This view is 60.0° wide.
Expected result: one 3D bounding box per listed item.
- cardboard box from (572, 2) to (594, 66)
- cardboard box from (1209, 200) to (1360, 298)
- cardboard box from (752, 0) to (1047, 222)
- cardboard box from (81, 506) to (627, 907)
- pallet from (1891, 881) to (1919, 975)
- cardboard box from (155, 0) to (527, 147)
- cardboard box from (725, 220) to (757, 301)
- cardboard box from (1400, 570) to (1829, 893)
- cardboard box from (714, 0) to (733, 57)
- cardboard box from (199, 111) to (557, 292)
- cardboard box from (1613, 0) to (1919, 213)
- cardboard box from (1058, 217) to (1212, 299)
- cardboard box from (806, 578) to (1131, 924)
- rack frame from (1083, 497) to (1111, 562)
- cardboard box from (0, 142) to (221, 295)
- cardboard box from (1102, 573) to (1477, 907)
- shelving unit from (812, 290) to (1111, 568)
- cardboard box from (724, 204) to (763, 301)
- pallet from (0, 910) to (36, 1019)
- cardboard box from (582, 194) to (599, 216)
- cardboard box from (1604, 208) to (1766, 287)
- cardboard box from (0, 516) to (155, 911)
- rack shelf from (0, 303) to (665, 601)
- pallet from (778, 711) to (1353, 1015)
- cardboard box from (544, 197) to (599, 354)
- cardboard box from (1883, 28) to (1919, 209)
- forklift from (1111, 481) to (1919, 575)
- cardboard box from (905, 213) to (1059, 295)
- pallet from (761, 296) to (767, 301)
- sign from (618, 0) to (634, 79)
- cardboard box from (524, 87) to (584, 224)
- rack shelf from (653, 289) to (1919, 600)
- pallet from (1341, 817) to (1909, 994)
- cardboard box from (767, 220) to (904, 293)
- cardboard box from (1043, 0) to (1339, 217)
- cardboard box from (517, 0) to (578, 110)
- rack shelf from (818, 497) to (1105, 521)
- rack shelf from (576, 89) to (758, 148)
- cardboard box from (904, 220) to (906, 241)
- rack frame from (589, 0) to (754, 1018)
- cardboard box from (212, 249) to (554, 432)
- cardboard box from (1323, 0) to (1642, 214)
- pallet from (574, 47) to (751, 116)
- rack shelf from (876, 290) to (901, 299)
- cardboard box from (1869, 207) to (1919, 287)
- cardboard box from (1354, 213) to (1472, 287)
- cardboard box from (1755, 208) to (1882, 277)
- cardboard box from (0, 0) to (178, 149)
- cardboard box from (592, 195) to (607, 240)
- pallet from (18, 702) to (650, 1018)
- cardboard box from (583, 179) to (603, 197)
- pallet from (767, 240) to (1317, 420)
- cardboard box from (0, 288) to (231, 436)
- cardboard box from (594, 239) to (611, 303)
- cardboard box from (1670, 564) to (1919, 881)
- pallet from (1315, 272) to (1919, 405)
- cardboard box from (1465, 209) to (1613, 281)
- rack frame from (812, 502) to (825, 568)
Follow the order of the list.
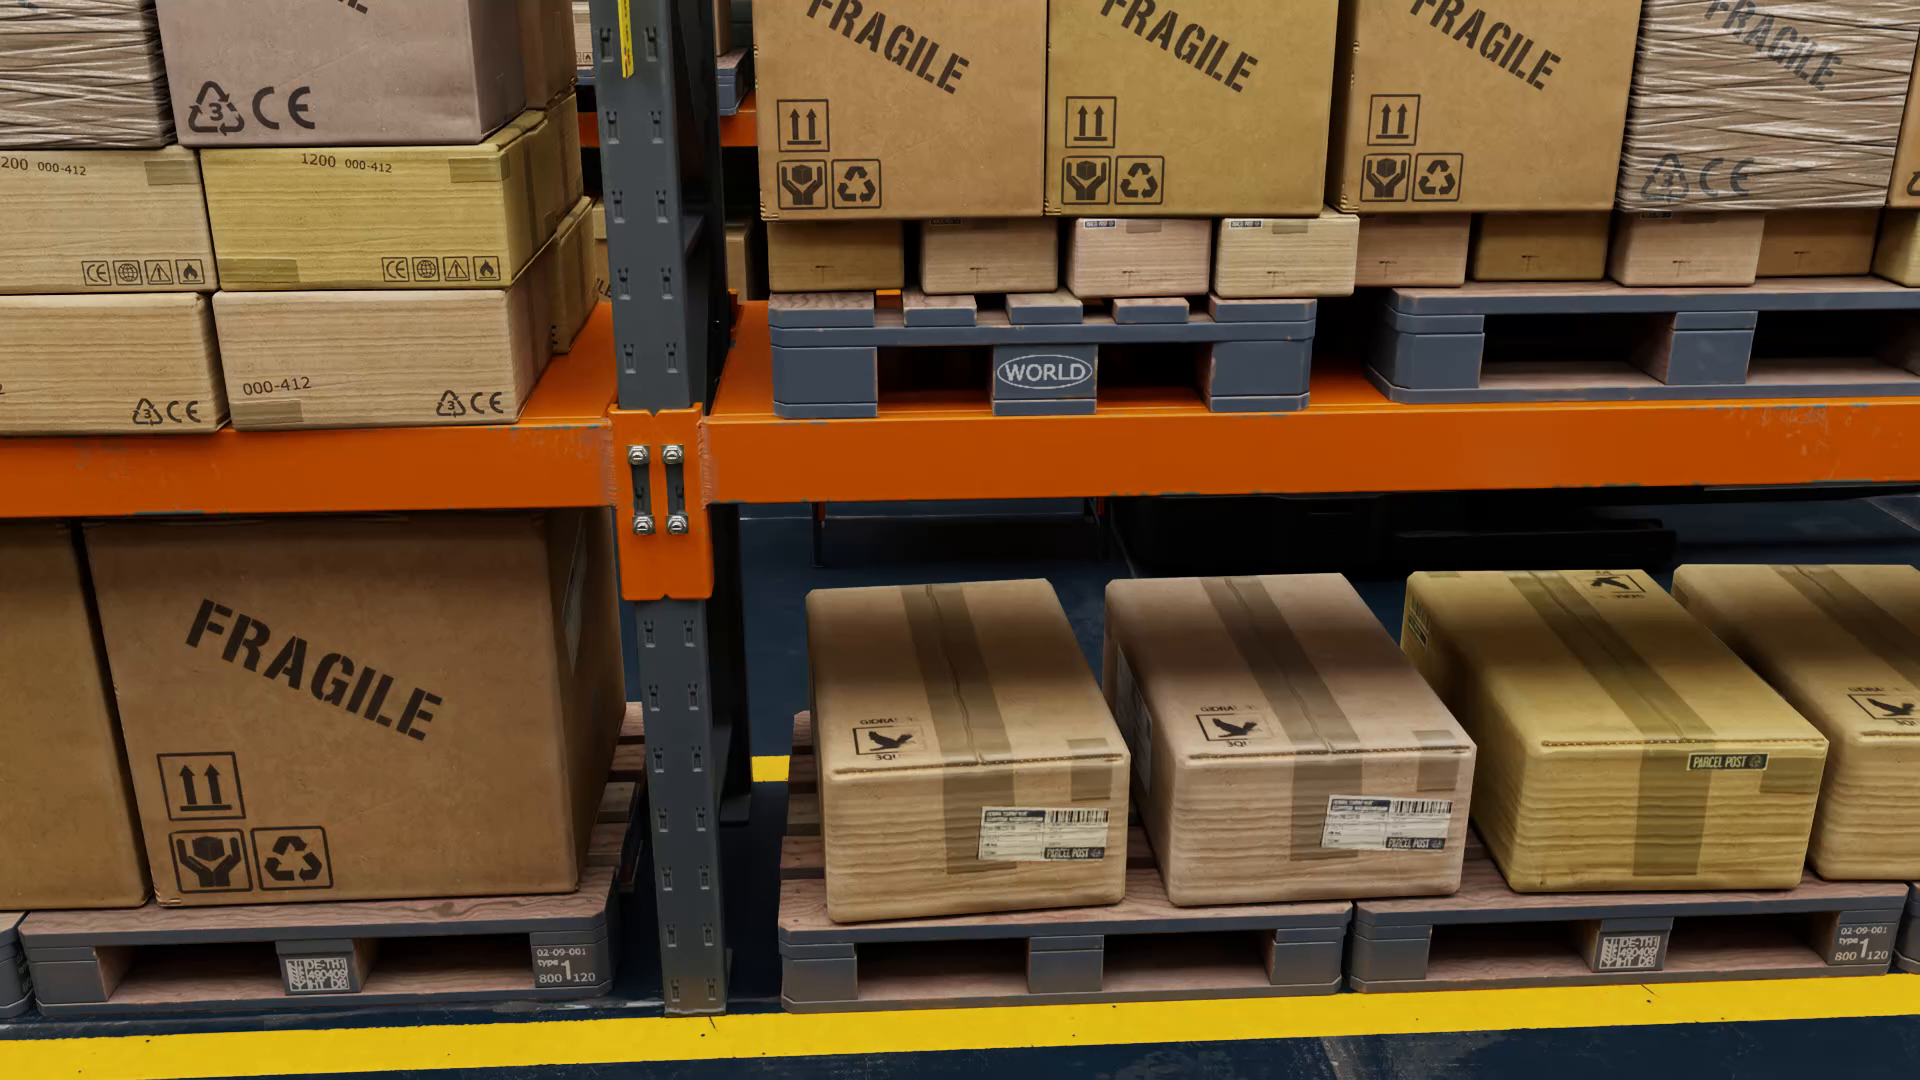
[{"bbox_3d":[-1.906,-2.331,7.647,0.500,0.250,0.500,-2,21,-6],"label":"cardboard box"},{"bbox_3d":[0.587,-0.578,3.187,0.250,0.149,0.380,-1,21,-3],"label":"cardboard box"},{"bbox_3d":[-0.122,-0.887,3.085,0.500,0.500,0.500,-2,21,-5],"label":"cardboard box"},{"bbox_3d":[-1.279,0.204,3.766,0.875,0.875,0.875,-1,21,-4],"label":"cardboard box"},{"bbox_3d":[2.632,0.661,4.089,1.213,0.211,1.003,-1,21,-3],"label":"pallet"},{"bbox_3d":[-1.086,-0.988,2.955,0.500,0.500,0.500,-2,21,-5],"label":"cardboard box"},{"bbox_3d":[-1.281,-1.284,8.200,0.500,0.500,0.500,-1,21,-1],"label":"cardboard box"},{"bbox_3d":[1.474,0.415,3.918,0.625,0.372,0.950,0,21,-1],"label":"cardboard box"},{"bbox_3d":[-1.394,-2.629,8.079,0.500,0.500,0.500,0,21,-1],"label":"cardboard box"},{"bbox_3d":[-1.053,-0.641,3.097,0.500,0.250,0.500,-1,21,-3],"label":"cardboard box"},{"bbox_3d":[1.428,-0.920,3.173,0.500,0.500,0.500,-2,21,-5],"label":"cardboard box"},{"bbox_3d":[0.311,-0.580,3.192,0.250,0.149,0.380,-3,21,-7],"label":"cardboard box"},{"bbox_3d":[-0.020,0.446,3.836,0.625,0.372,0.950,-3,21,-7],"label":"cardboard box"},{"bbox_3d":[0.501,-0.536,5.948,0.032,1.125,0.500,-1,21,-3],"label":"rack frame"},{"bbox_3d":[-1.565,-0.629,3.066,0.500,0.250,0.500,-2,21,-4],"label":"cardboard box"},{"bbox_3d":[0.717,0.428,3.883,0.625,0.372,0.950,-2,21,-4],"label":"cardboard box"},{"bbox_3d":[-0.007,-0.526,5.920,1.048,1.125,0.538,-1,21,-3],"label":"shelving unit"},{"bbox_3d":[-1.308,-1.460,8.663,0.500,0.500,0.500,0,21,-1],"label":"cardboard box"},{"bbox_3d":[-2.591,0.738,3.885,1.213,0.211,1.003,-1,21,-3],"label":"pallet"},{"bbox_3d":[-1.886,-1.566,8.029,0.250,0.149,0.380,-2,21,-5],"label":"cardboard box"},{"bbox_3d":[1.367,-0.613,3.277,0.250,0.149,0.380,-1,21,-1],"label":"cardboard box"},{"bbox_3d":[-2.169,0.220,3.723,0.875,0.875,0.875,-1,21,-2],"label":"cardboard box"},{"bbox_3d":[-2.581,-0.201,3.444,4.000,0.370,1.077,-1,21,-3],"label":"rack shelf"},{"bbox_3d":[0.196,0.710,3.959,1.213,0.211,1.003,-1,21,-3],"label":"pallet"},{"bbox_3d":[-1.087,-0.587,3.658,0.500,0.250,0.500,-2,21,-4],"label":"cardboard box"},{"bbox_3d":[1.951,-0.931,3.202,0.500,0.500,0.500,0,21,-1],"label":"cardboard box"},{"bbox_3d":[2.092,-1.443,5.792,3.031,2.935,1.130,-2,21,-4],"label":"forklift"},{"bbox_3d":[0.035,-0.591,3.220,0.250,0.149,0.380,-2,21,-6],"label":"cardboard box"},{"bbox_3d":[-1.619,-1.036,8.545,1.213,0.211,1.003,-1,21,-3],"label":"pallet"},{"bbox_3d":[-0.549,-0.922,2.699,0.005,0.325,0.100,-1,21,-3],"label":"sign"},{"bbox_3d":[-1.104,-0.819,3.564,0.500,0.250,0.500,-1,21,-3],"label":"cardboard box"},{"bbox_3d":[1.412,-0.282,3.657,4.000,0.370,1.077,-1,21,-3],"label":"rack shelf"},{"bbox_3d":[1.411,0.686,4.021,1.213,0.211,1.003,-1,21,-3],"label":"pallet"},{"bbox_3d":[-0.249,-0.597,3.236,0.250,0.149,0.380,-2,21,-6],"label":"cardboard box"},{"bbox_3d":[0.398,-0.900,3.120,0.500,0.500,0.500,0,21,0],"label":"cardboard box"},{"bbox_3d":[-1.091,-1.169,3.429,0.500,0.500,0.500,-2,21,-5],"label":"cardboard box"},{"bbox_3d":[-0.007,-0.297,6.007,1.000,0.278,0.538,-1,21,-3],"label":"rack shelf"},{"bbox_3d":[-2.868,-1.964,8.075,4.000,0.370,1.077,-1,21,-3],"label":"rack shelf"},{"bbox_3d":[-0.007,-0.778,3.711,0.250,0.149,0.380,-1,21,-2],"label":"cardboard box"},{"bbox_3d":[-0.584,-0.578,3.422,0.127,3.000,1.000,-1,21,-3],"label":"rack frame"},{"bbox_3d":[-1.074,-0.405,3.180,0.500,0.250,0.500,-2,21,-5],"label":"cardboard box"},{"bbox_3d":[0.928,-0.913,3.154,0.500,0.500,0.500,-1,21,-2],"label":"cardboard box"},{"bbox_3d":[-1.544,-2.212,7.986,1.003,0.211,1.213,-1,21,-3],"label":"pallet"},{"bbox_3d":[-0.007,-0.799,5.816,1.000,0.278,0.538,-1,21,-3],"label":"rack shelf"},{"bbox_3d":[1.892,-0.614,3.280,0.250,0.149,0.380,-1,21,-3],"label":"cardboard box"},{"bbox_3d":[0.823,-0.611,3.273,0.250,0.149,0.380,0,21,0],"label":"cardboard box"},{"bbox_3d":[1.623,-0.645,3.362,0.250,0.149,0.380,-2,21,-5],"label":"cardboard box"},{"bbox_3d":[-1.597,-0.975,2.920,0.500,0.500,0.500,-1,21,-2],"label":"cardboard box"},{"bbox_3d":[-1.621,-1.555,8.002,0.250,0.149,0.380,-2,21,-6],"label":"cardboard box"},{"bbox_3d":[-1.376,0.715,3.947,1.213,0.211,1.003,-1,21,-3],"label":"pallet"},{"bbox_3d":[-1.920,-1.743,8.494,0.250,0.149,0.380,-1,21,-2],"label":"cardboard box"},{"bbox_3d":[0.121,-0.540,3.594,1.003,0.211,1.213,-1,21,-3],"label":"pallet"},{"bbox_3d":[-1.583,-0.389,3.138,0.500,0.250,0.500,-1,21,-2],"label":"cardboard box"},{"bbox_3d":[-1.781,-1.277,8.184,0.500,0.500,0.500,-1,21,-4],"label":"cardboard box"},{"bbox_3d":[2.168,0.400,3.957,0.625,0.372,0.950,0,21,0],"label":"cardboard box"},{"bbox_3d":[1.390,-0.543,3.600,1.213,0.211,1.003,-1,21,-3],"label":"pallet"},{"bbox_3d":[1.103,-0.631,3.324,0.250,0.149,0.380,0,21,-1],"label":"cardboard box"},{"bbox_3d":[-0.514,-0.515,5.893,0.032,1.125,0.500,-1,21,-3],"label":"rack frame"}]
